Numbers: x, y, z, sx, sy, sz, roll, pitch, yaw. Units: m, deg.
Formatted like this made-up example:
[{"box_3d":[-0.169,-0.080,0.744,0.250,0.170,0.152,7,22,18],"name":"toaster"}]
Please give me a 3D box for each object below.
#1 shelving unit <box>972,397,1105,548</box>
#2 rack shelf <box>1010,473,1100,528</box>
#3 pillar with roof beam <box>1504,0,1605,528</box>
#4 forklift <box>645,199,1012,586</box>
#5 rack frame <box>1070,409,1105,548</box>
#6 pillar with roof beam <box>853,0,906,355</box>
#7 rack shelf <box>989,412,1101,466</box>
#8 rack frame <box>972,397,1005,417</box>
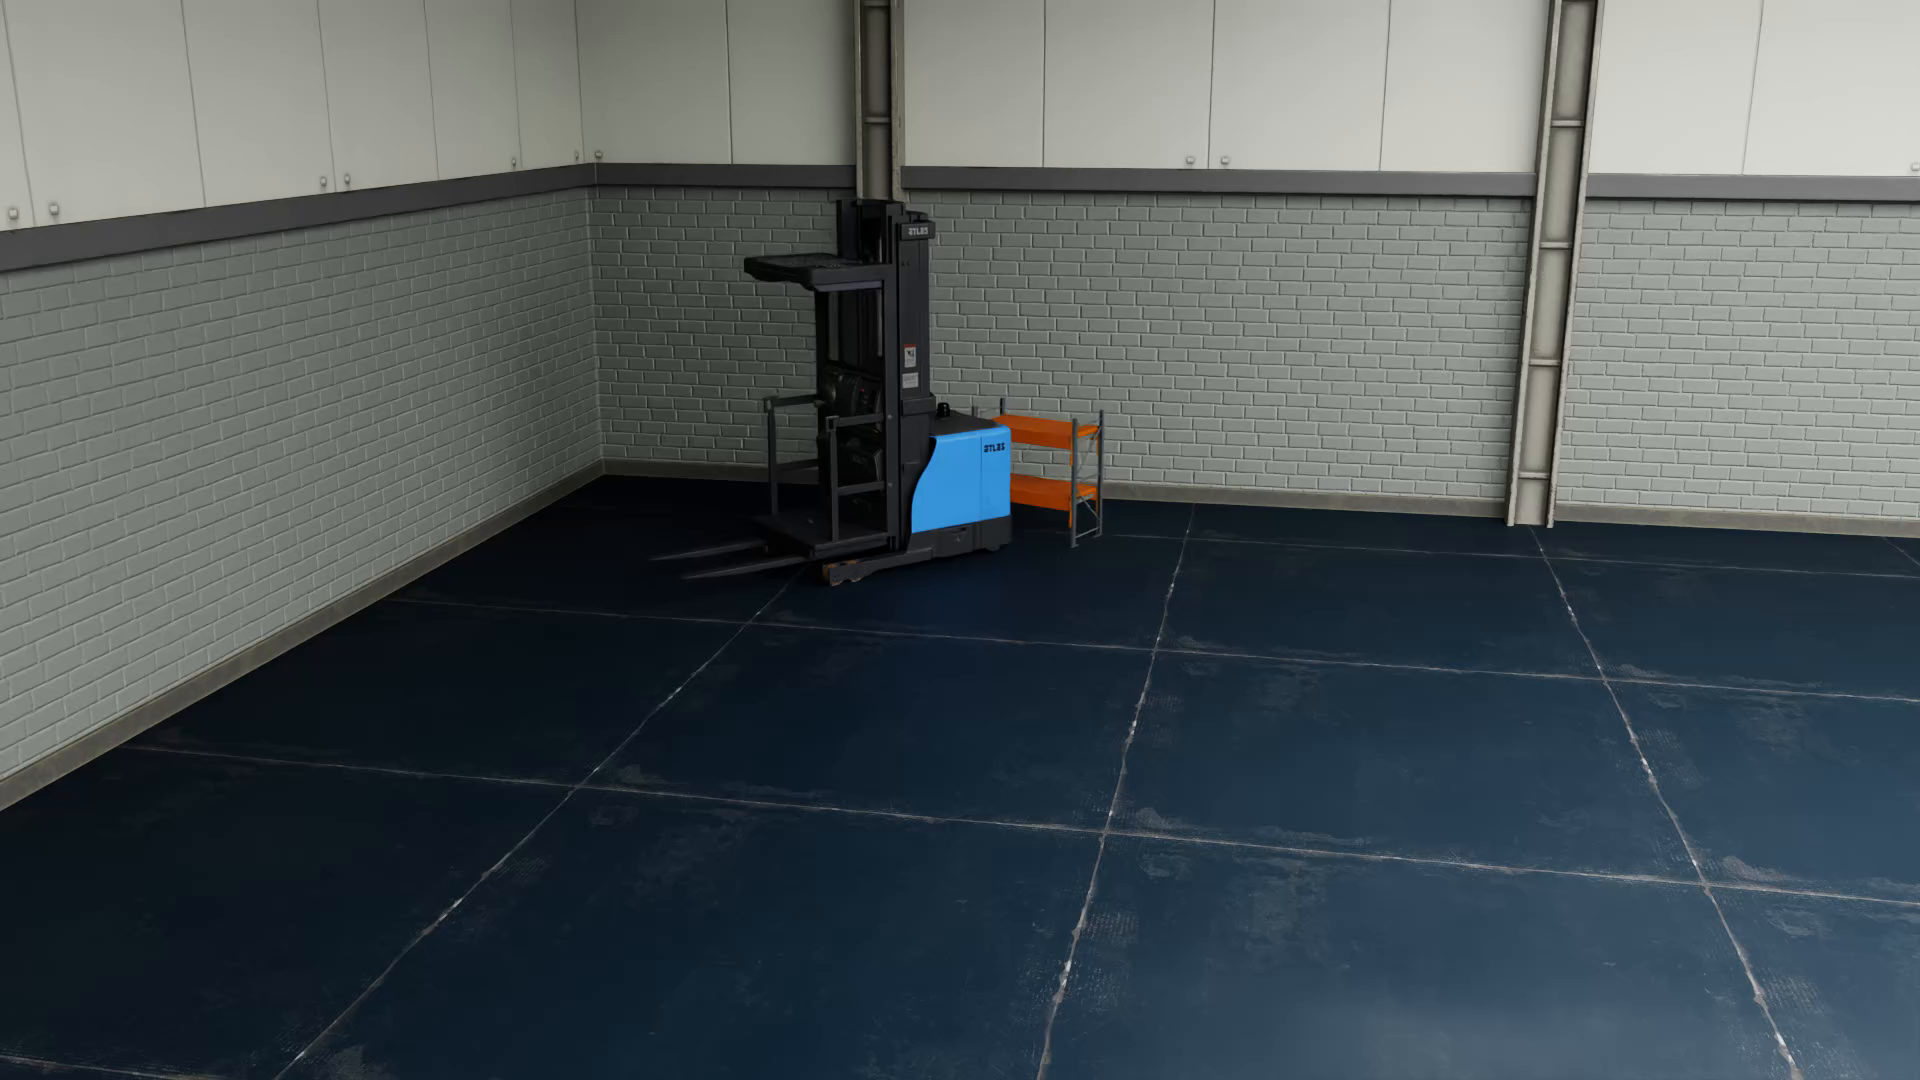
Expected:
[{"box_3d":[0.674,-0.606,14.571,1.048,1.125,0.538,10,18,33],"name":"shelving unit"},{"box_3d":[0.674,-0.370,14.636,1.000,0.278,0.538,10,18,33],"name":"rack shelf"},{"box_3d":[4.289,-3.370,9.802,0.400,9.000,9.100,3,16,11],"name":"pillar with roof beam"},{"box_3d":[-1.057,-1.211,13.374,3.031,2.935,1.130,-11,19,-33],"name":"forklift"},{"box_3d":[1.096,-0.530,14.297,0.032,1.125,0.500,10,18,33],"name":"rack frame"},{"box_3d":[-1.591,-3.689,10.954,0.400,9.000,9.100,3,16,11],"name":"pillar with roof beam"},{"box_3d":[0.674,-0.888,14.493,1.000,0.278,0.538,10,18,33],"name":"rack shelf"},{"box_3d":[0.252,-0.681,14.844,0.032,1.125,0.500,10,18,33],"name":"rack frame"}]
